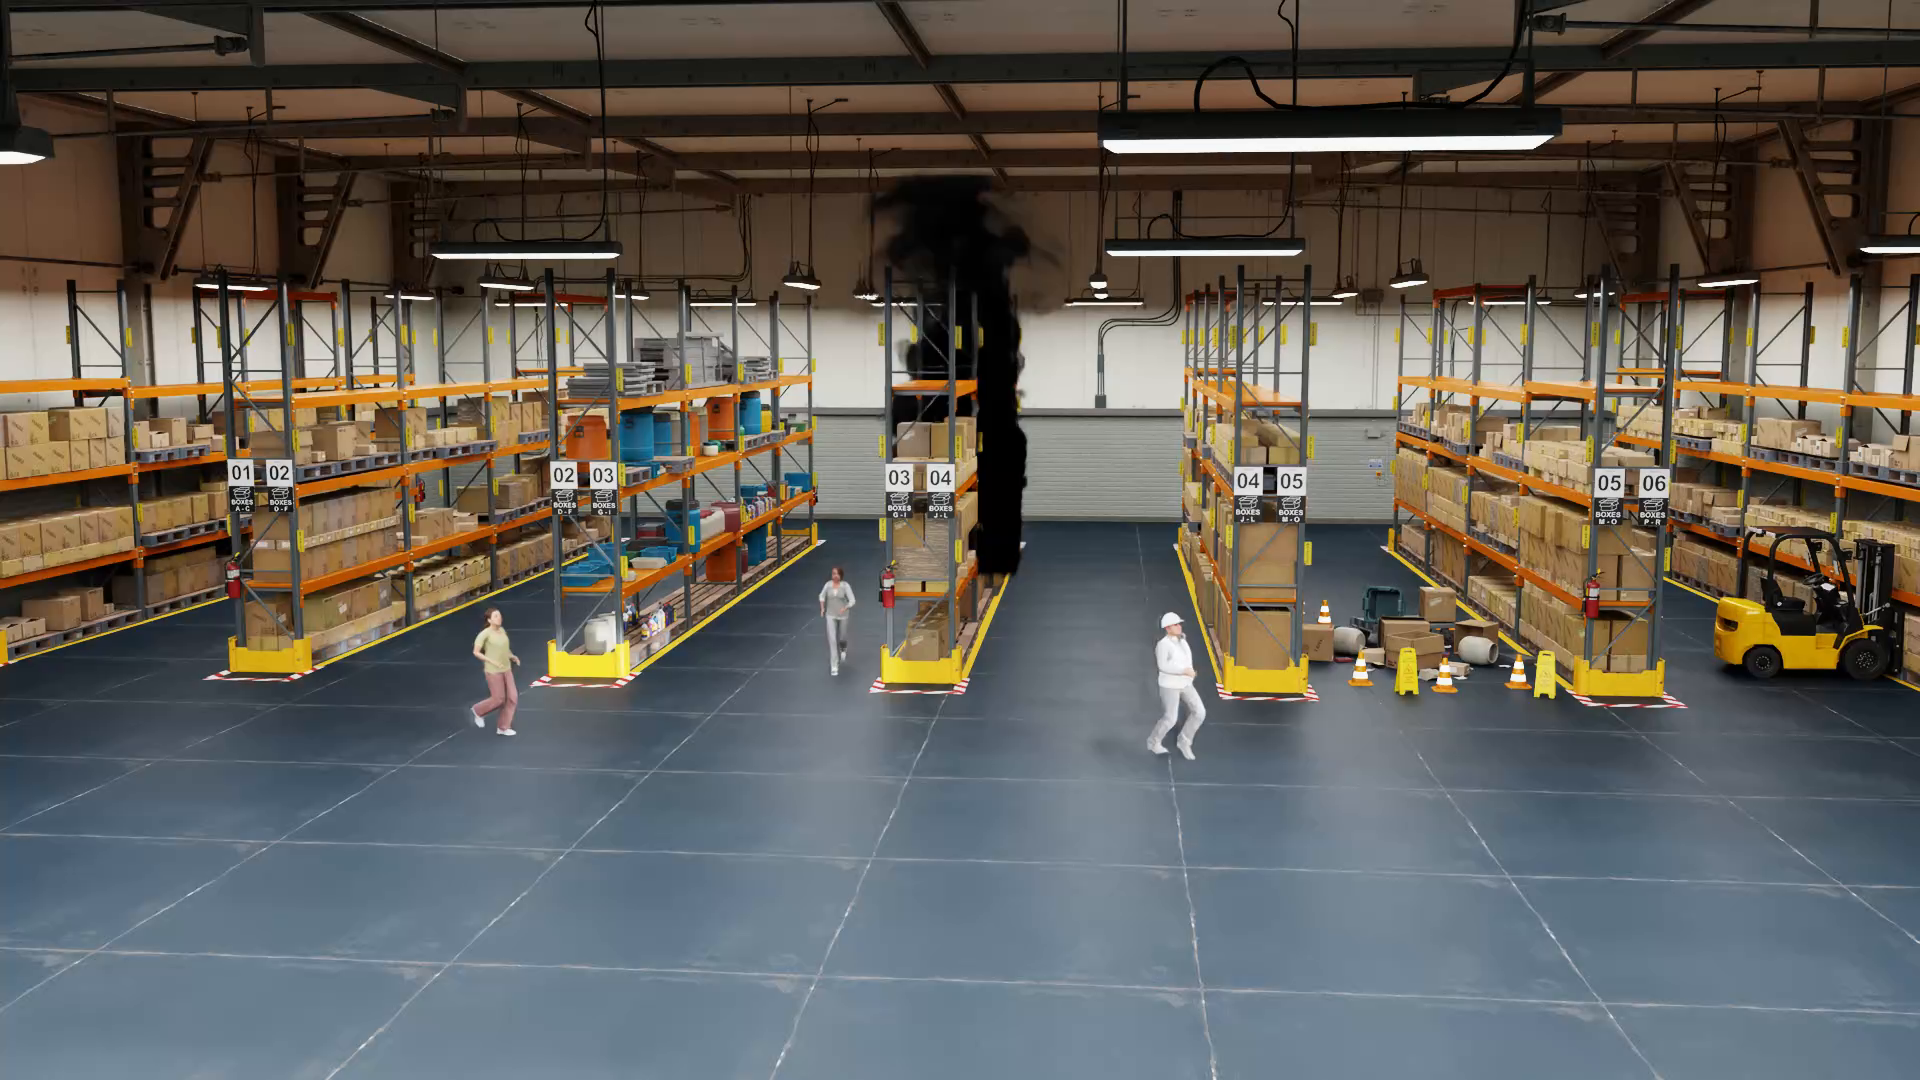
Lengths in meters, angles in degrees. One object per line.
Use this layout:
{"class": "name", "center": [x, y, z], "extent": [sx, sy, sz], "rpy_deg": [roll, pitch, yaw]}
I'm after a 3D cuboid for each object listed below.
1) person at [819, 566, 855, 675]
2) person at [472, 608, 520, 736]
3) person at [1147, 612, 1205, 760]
{"class": "person", "center": [-1.850, 1.178, 25.001], "extent": [0.558, 1.588, 0.855], "rpy_deg": [0, 7, 2]}
{"class": "person", "center": [-5.871, 1.652, 21.008], "extent": [0.641, 1.619, 0.581], "rpy_deg": [4, 8, 29]}
{"class": "person", "center": [2.579, 1.747, 19.831], "extent": [0.726, 1.789, 0.662], "rpy_deg": [7, 10, 44]}
